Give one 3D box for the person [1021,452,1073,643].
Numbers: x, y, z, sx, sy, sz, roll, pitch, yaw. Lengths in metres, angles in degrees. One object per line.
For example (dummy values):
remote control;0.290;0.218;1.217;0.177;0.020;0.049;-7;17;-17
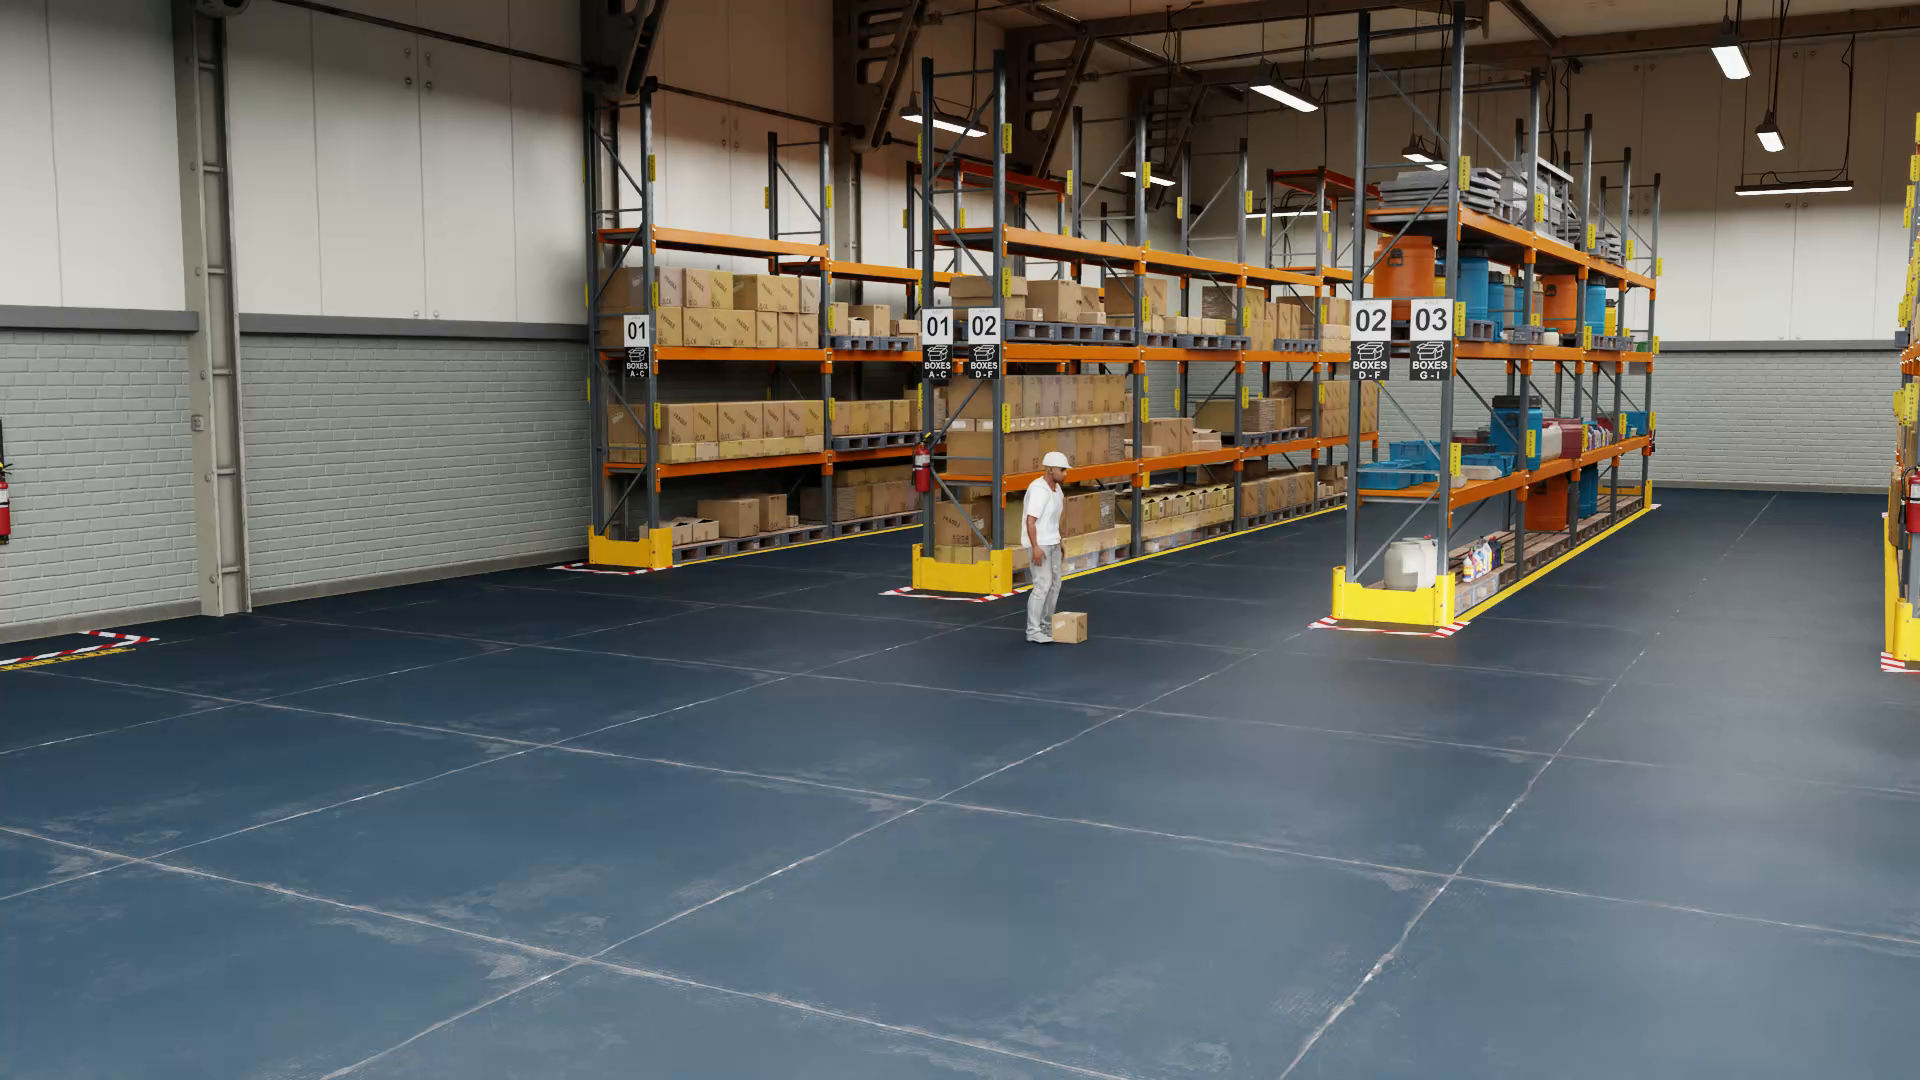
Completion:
person;0.819;0.055;15.521;0.463;1.760;0.633;3;7;28
